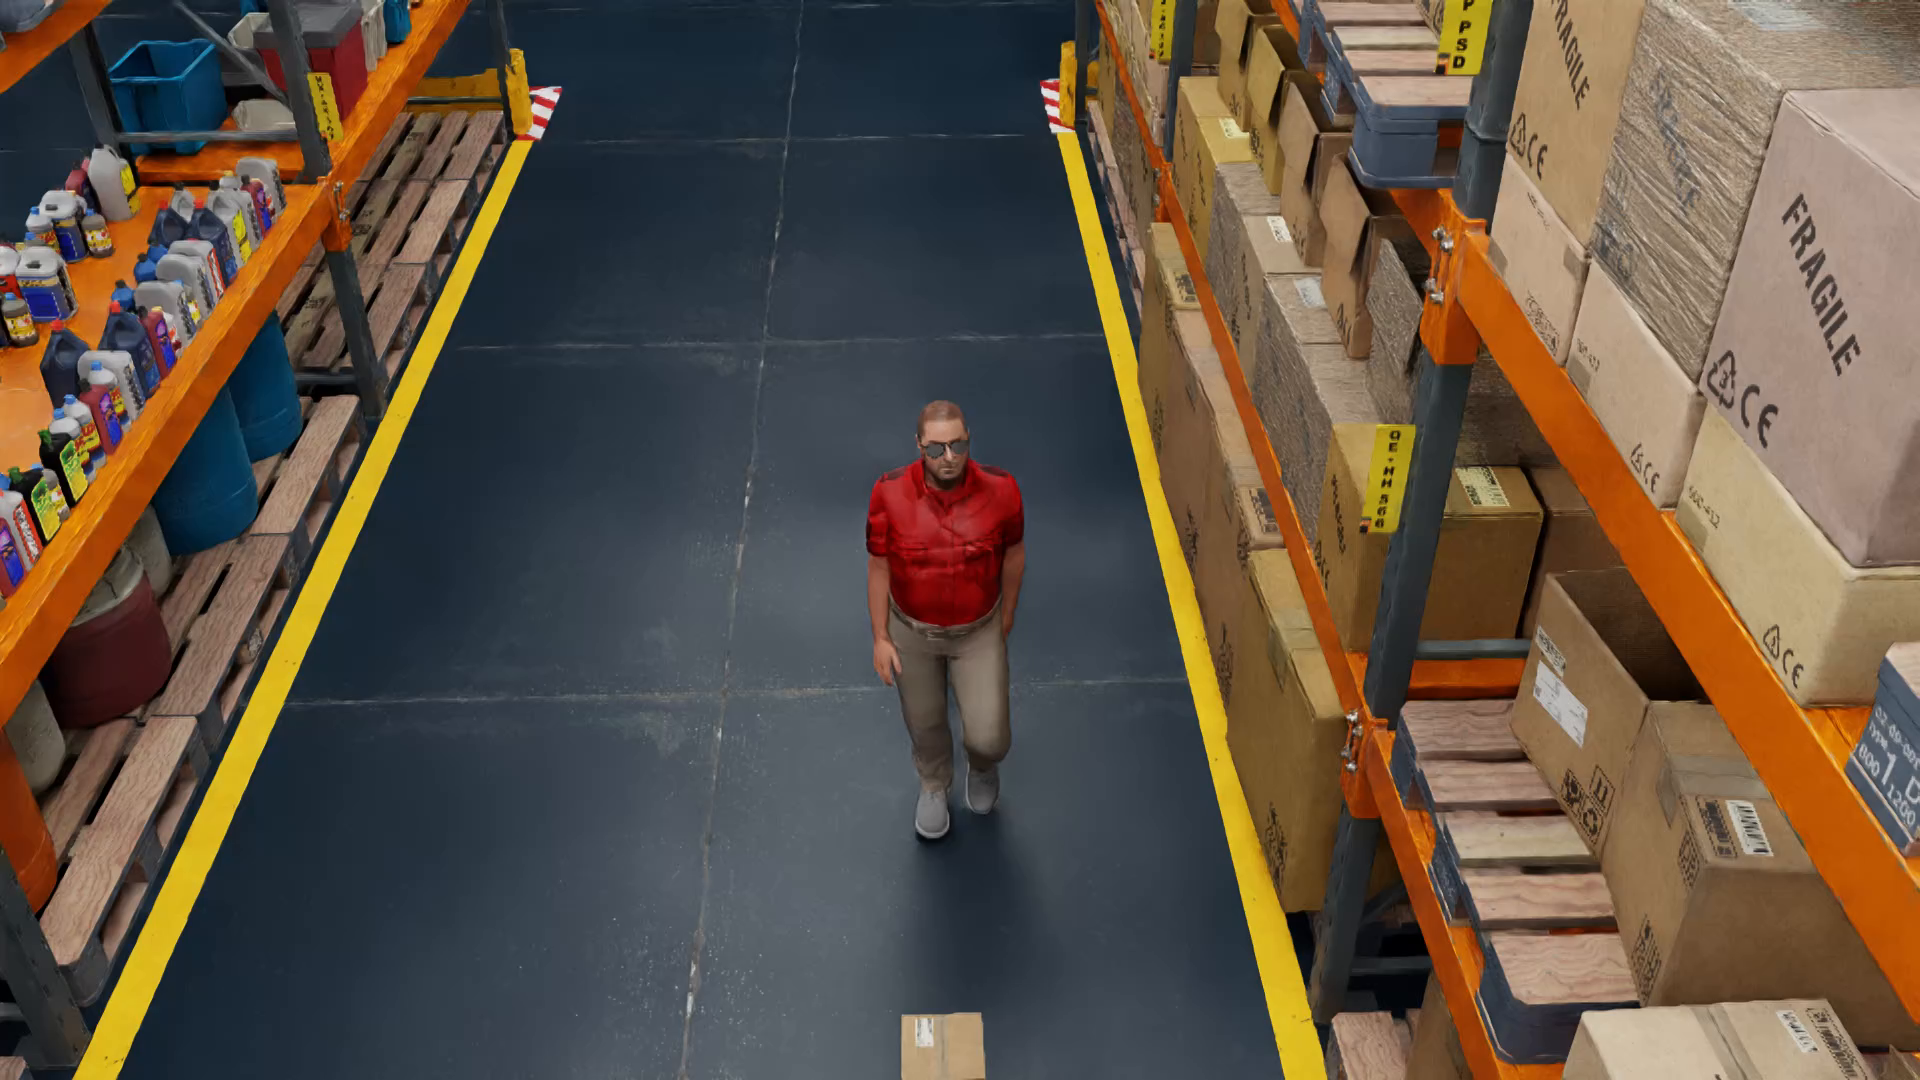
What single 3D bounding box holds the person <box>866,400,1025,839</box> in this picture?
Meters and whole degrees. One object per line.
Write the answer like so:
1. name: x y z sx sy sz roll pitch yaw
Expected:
1. person: -0.048 0.328 5.683 0.531 1.743 0.465 1 35 1
